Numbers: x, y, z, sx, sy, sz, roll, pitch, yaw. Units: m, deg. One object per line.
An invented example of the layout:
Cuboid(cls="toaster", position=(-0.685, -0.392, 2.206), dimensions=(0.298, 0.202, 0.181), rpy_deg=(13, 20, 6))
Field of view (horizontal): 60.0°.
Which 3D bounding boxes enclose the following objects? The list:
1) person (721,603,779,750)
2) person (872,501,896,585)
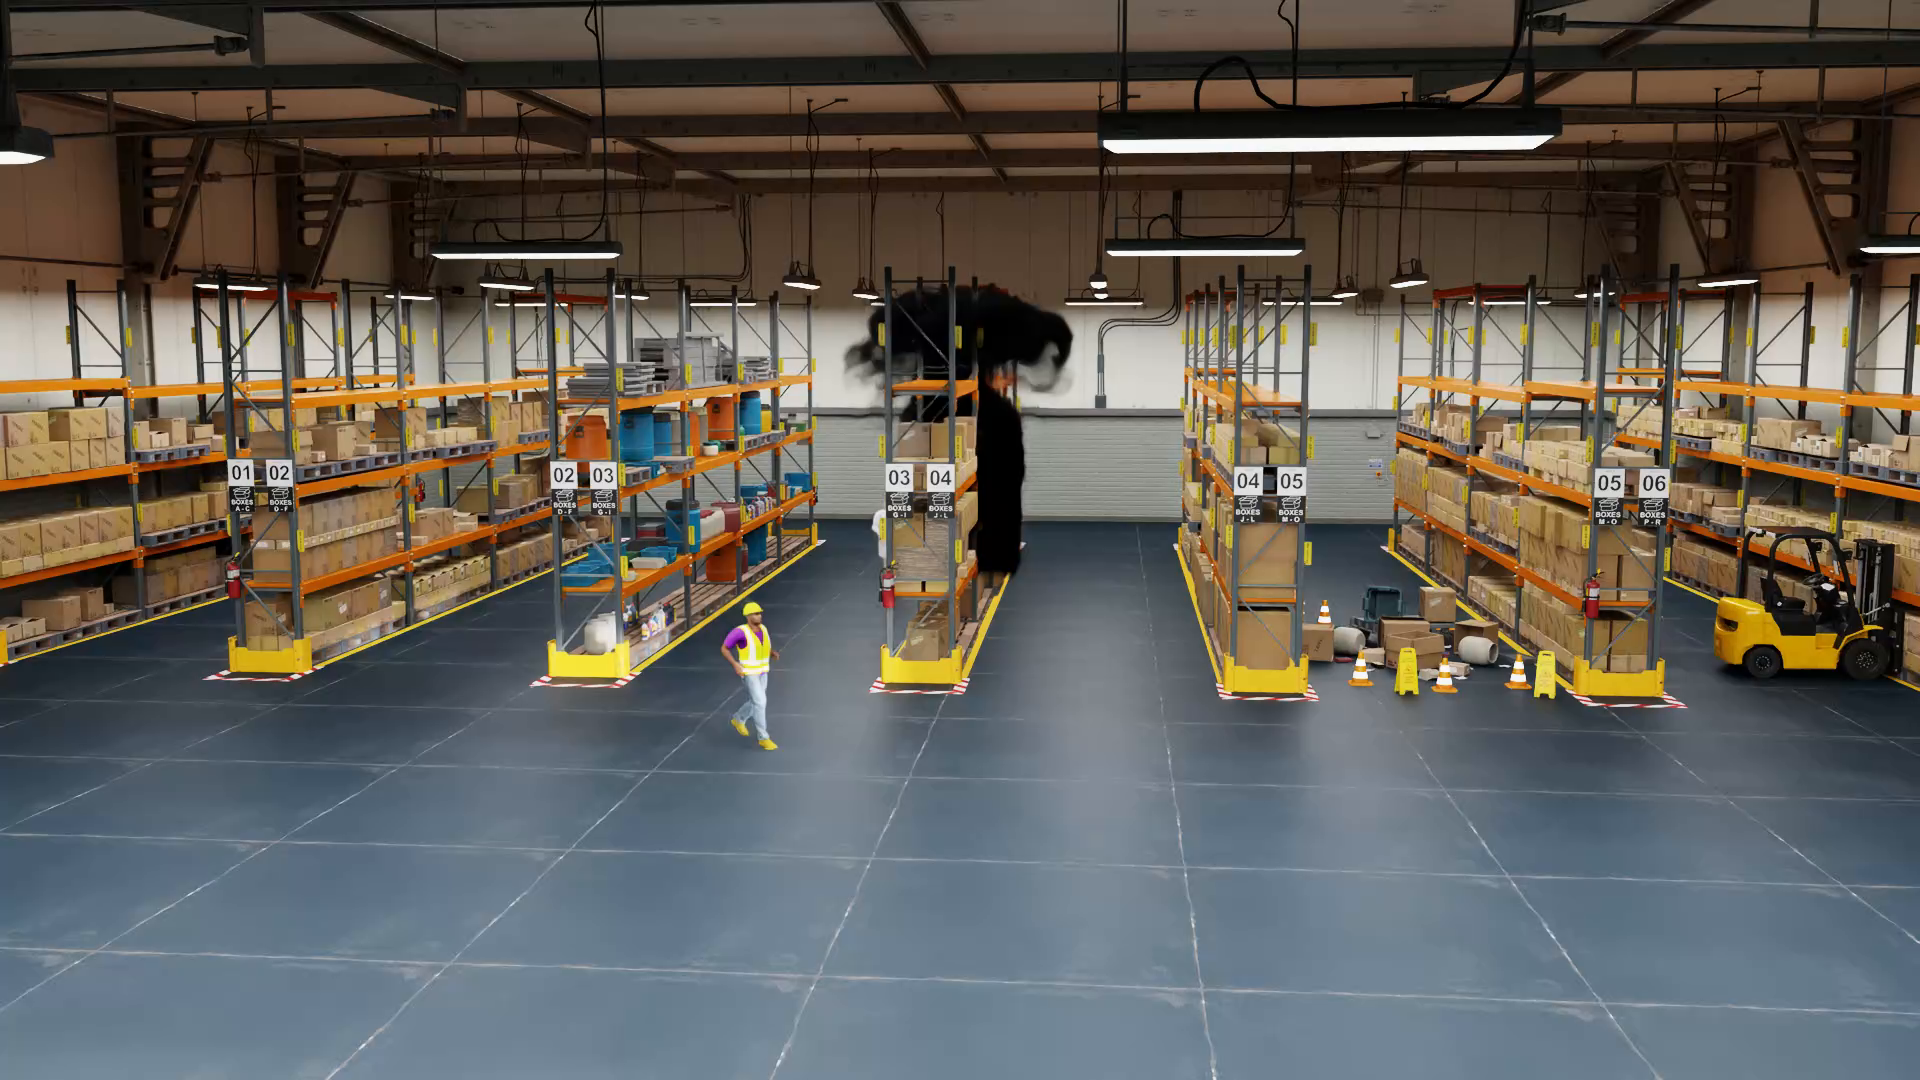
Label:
Cuboid(cls="person", position=(-2.554, 1.645, 20.455), dimensions=(0.853, 1.774, 0.698), rpy_deg=(5, 8, 35))
Cuboid(cls="person", position=(-1.299, 0.099, 30.970), dimensions=(0.672, 1.829, 0.827), rpy_deg=(0, 7, 2))
